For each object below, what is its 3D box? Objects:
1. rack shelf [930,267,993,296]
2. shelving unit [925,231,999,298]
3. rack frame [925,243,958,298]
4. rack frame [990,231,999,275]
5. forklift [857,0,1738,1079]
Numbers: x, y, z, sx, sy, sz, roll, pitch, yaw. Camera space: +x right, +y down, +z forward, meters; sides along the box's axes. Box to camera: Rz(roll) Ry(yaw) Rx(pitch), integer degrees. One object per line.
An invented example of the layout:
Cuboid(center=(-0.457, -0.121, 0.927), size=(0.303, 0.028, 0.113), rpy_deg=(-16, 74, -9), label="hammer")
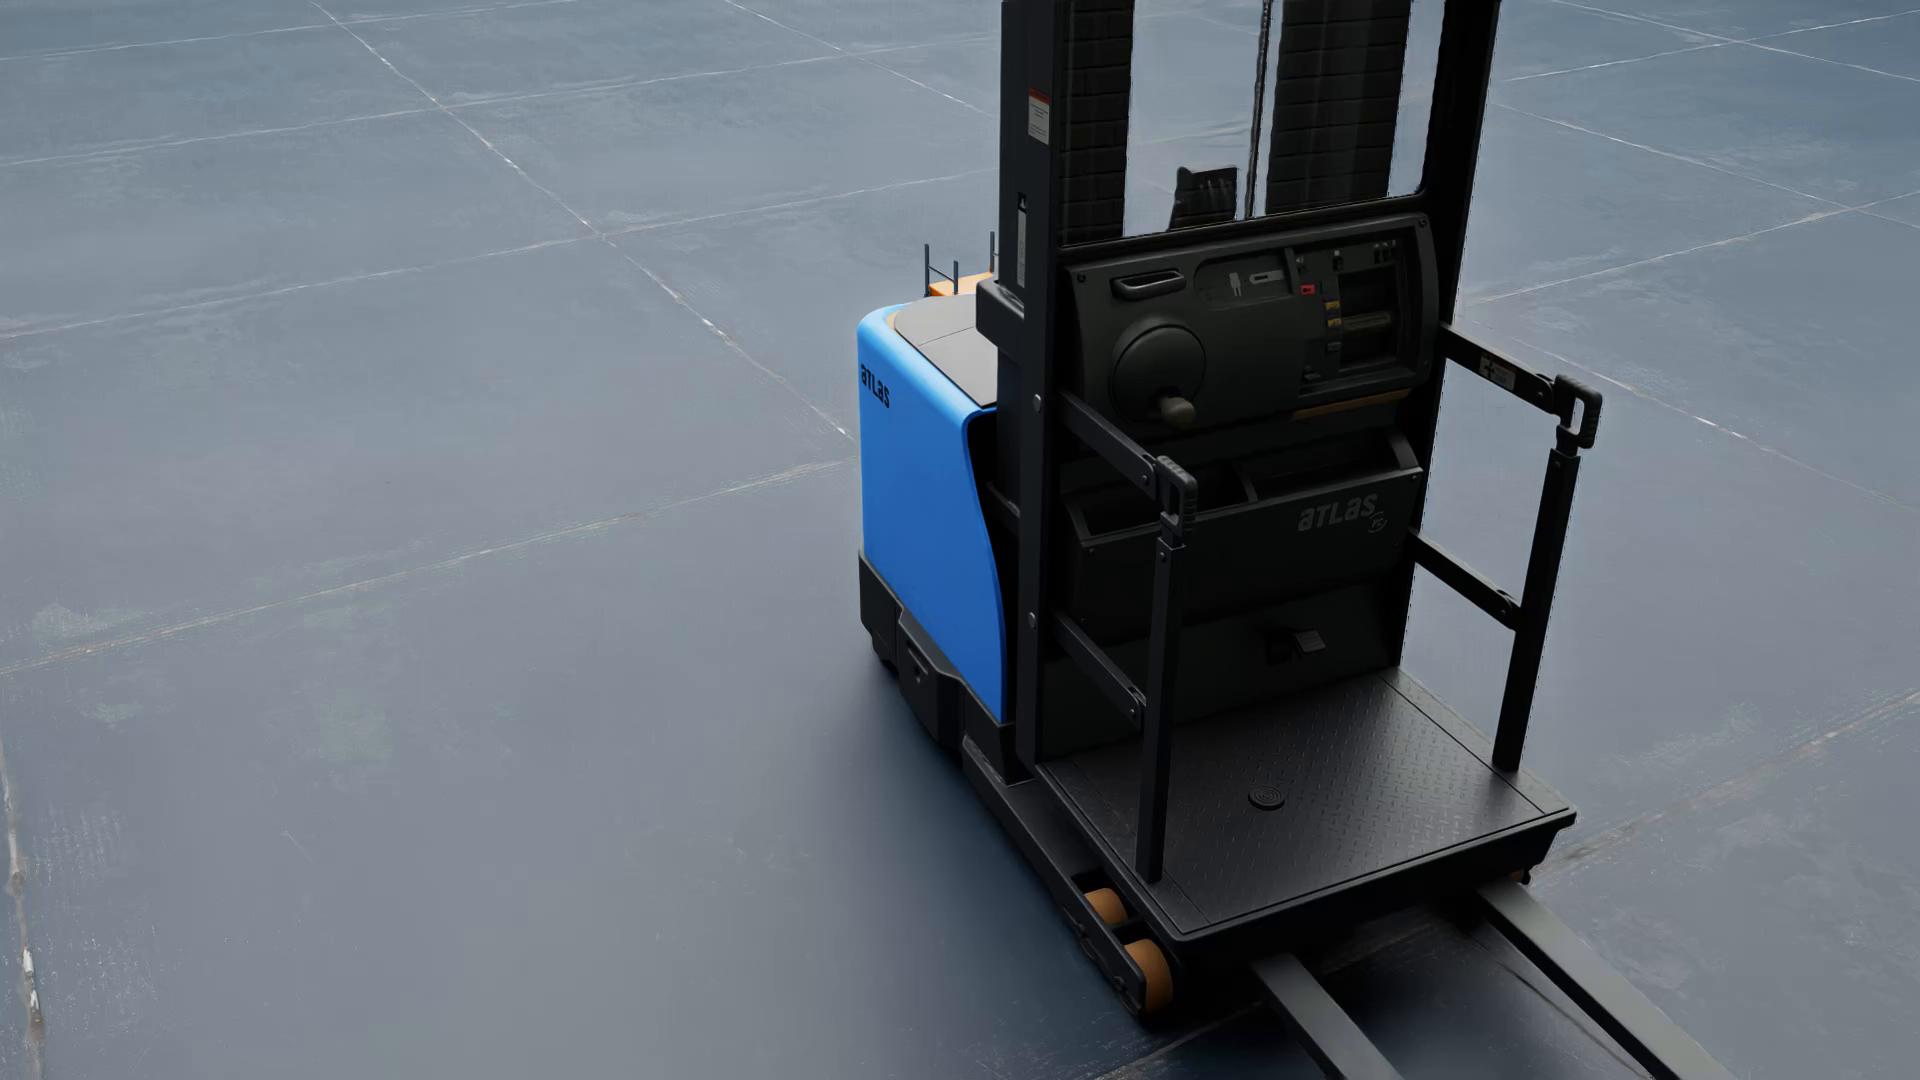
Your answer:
Cuboid(center=(0.046, -0.712, 5.388), size=(0.240, 0.259, 0.215), rpy_deg=(-16, 33, -26), label="rack shelf")
Cuboid(center=(0.046, -0.473, 5.520), size=(0.252, 1.050, 0.215), rpy_deg=(-16, 33, -26), label="shelving unit")
Cuboid(center=(-0.059, -0.443, 5.466), size=(0.008, 1.050, 0.200), rpy_deg=(-16, 33, -26), label="rack frame")
Cuboid(center=(0.151, -0.503, 5.574), size=(0.008, 1.050, 0.200), rpy_deg=(-16, 33, -26), label="rack frame")
Cuboid(center=(0.756, -0.443, 3.518), size=(1.130, 2.935, 3.031), rpy_deg=(-12, 31, -21), label="forklift")
